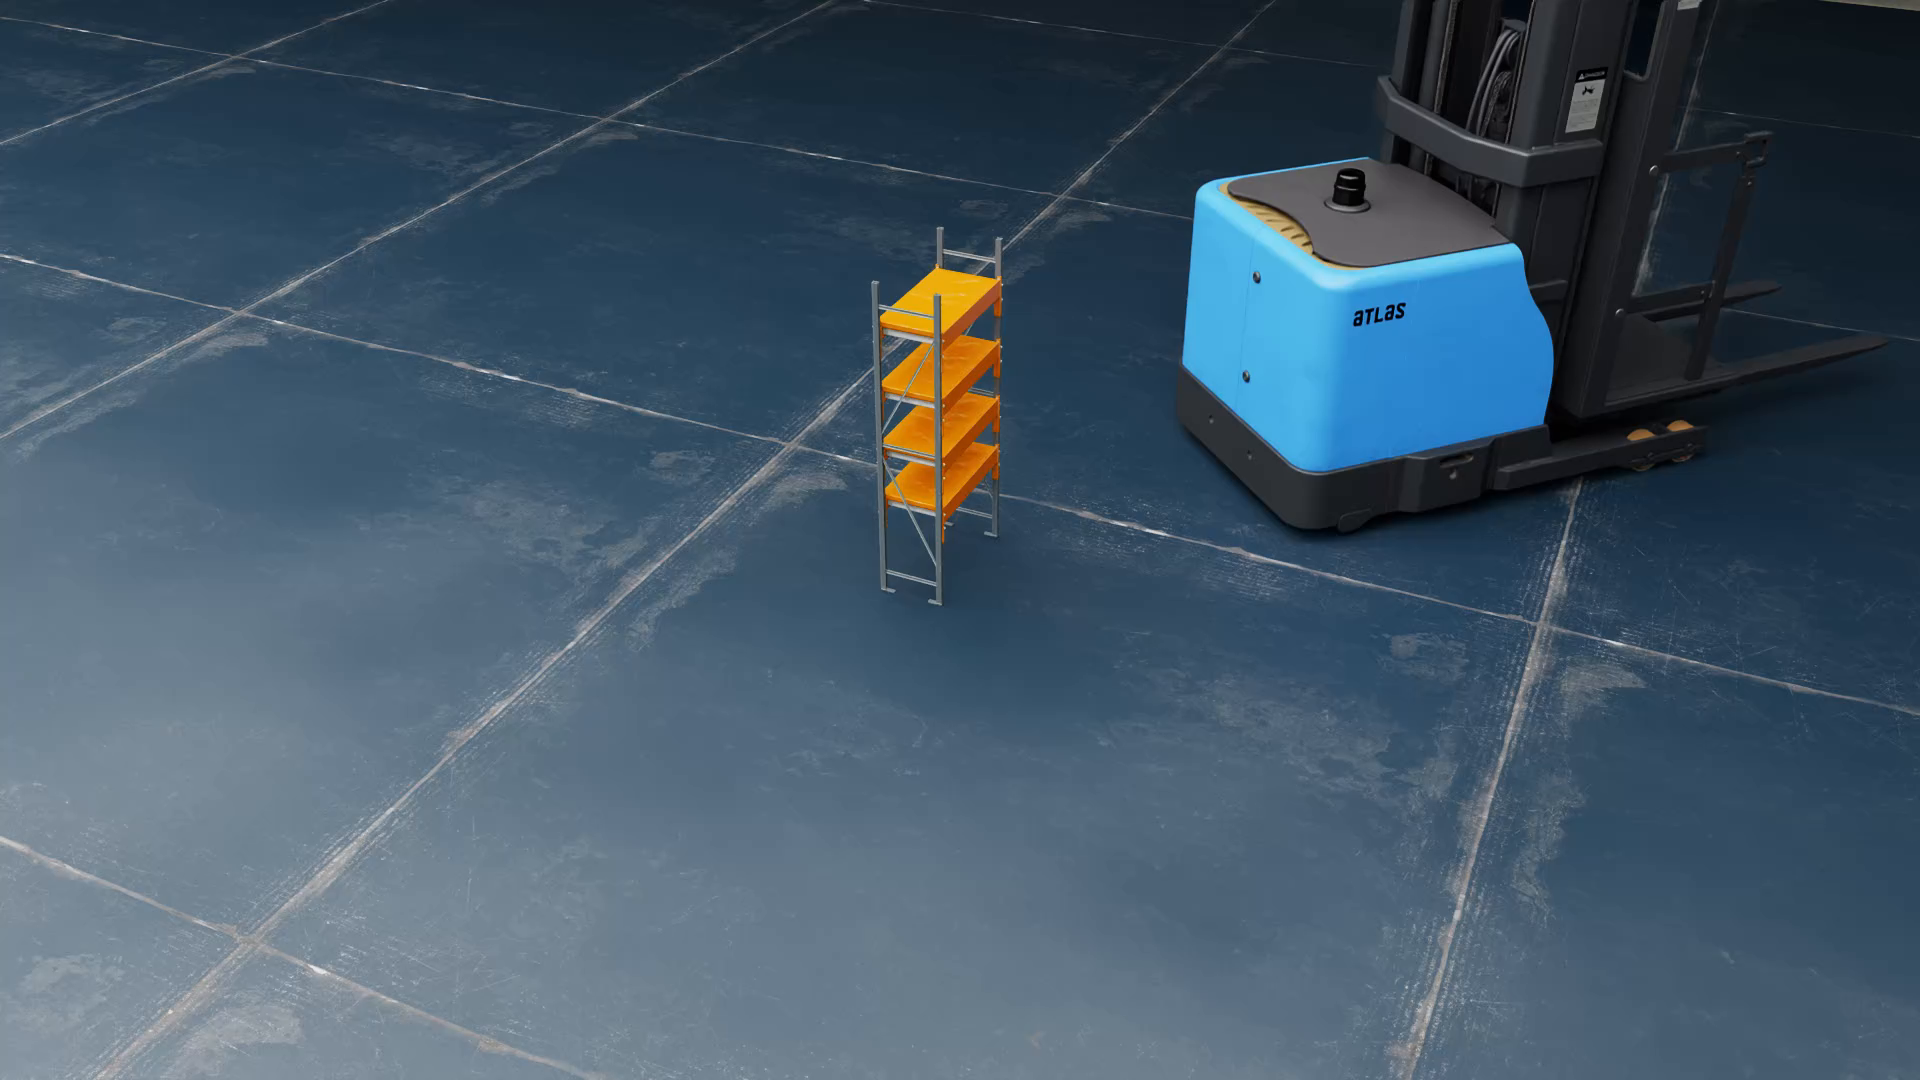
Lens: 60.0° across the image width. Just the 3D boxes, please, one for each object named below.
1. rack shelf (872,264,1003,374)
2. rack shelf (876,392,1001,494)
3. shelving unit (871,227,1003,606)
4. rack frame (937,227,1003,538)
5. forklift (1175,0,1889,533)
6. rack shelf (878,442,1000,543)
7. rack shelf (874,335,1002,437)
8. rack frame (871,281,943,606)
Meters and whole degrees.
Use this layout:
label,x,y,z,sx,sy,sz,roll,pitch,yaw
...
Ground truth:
label,x,y,z,sx,sy,sz,roll,pitch,yaw
rack shelf,-0.069,-0.748,5.580,0.258,0.148,0.480,14,36,20
rack shelf,-0.069,-0.363,5.832,0.258,0.148,0.480,14,36,20
shelving unit,-0.069,-0.419,5.795,0.258,1.200,0.503,14,36,20
rack frame,0.033,-0.541,5.981,0.240,1.200,0.015,14,36,20
forklift,2.463,-1.758,6.258,3.031,2.935,1.130,-12,35,-18
rack shelf,-0.069,-0.197,5.941,0.258,0.148,0.480,14,36,20
rack shelf,-0.069,-0.550,5.709,0.258,0.148,0.480,14,36,20
rack frame,-0.171,-0.298,5.610,0.240,1.200,0.015,14,36,20
